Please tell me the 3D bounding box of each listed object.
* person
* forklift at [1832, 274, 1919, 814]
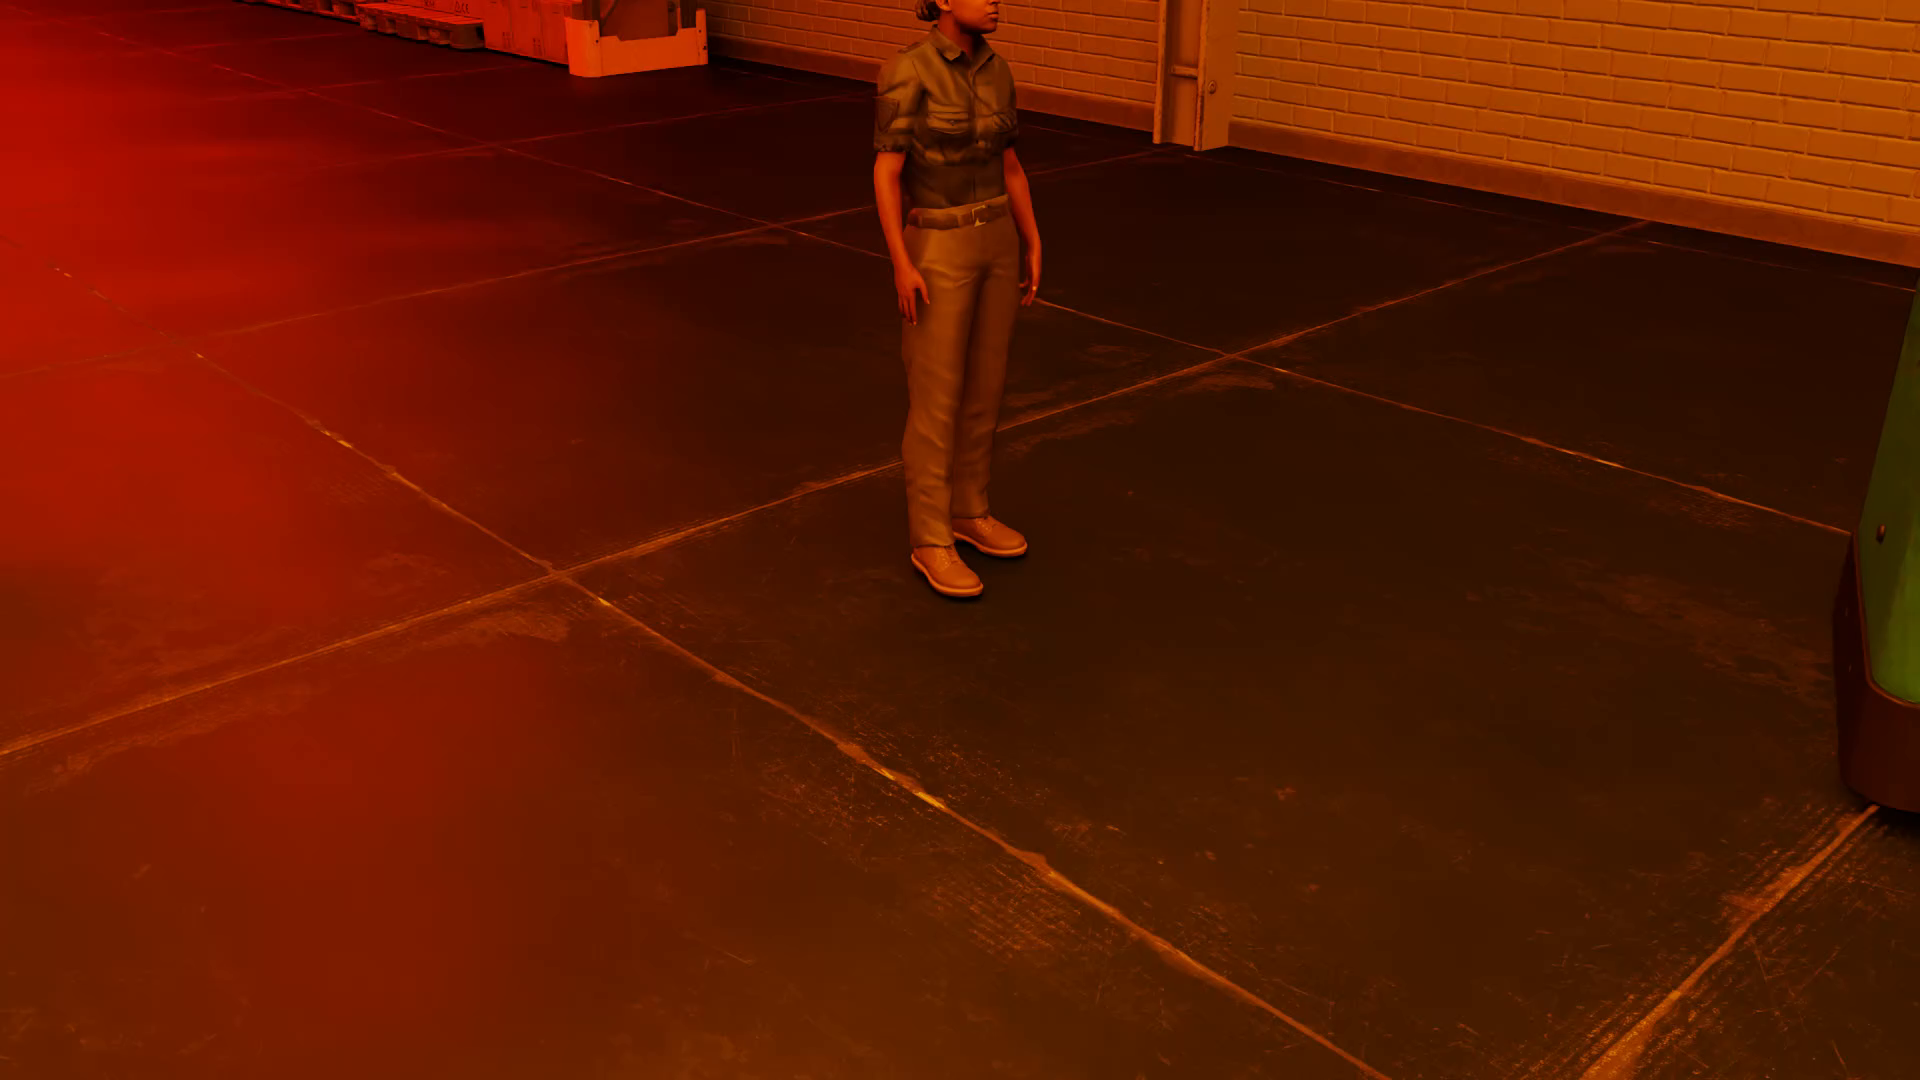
[{"bbox_3d":[0.045,-0.731,4.518,0.570,1.656,0.503,-20,31,-38],"label":"person"},{"bbox_3d":[3.465,-0.667,2.818,3.031,2.935,1.130,10,26,22],"label":"forklift"}]
